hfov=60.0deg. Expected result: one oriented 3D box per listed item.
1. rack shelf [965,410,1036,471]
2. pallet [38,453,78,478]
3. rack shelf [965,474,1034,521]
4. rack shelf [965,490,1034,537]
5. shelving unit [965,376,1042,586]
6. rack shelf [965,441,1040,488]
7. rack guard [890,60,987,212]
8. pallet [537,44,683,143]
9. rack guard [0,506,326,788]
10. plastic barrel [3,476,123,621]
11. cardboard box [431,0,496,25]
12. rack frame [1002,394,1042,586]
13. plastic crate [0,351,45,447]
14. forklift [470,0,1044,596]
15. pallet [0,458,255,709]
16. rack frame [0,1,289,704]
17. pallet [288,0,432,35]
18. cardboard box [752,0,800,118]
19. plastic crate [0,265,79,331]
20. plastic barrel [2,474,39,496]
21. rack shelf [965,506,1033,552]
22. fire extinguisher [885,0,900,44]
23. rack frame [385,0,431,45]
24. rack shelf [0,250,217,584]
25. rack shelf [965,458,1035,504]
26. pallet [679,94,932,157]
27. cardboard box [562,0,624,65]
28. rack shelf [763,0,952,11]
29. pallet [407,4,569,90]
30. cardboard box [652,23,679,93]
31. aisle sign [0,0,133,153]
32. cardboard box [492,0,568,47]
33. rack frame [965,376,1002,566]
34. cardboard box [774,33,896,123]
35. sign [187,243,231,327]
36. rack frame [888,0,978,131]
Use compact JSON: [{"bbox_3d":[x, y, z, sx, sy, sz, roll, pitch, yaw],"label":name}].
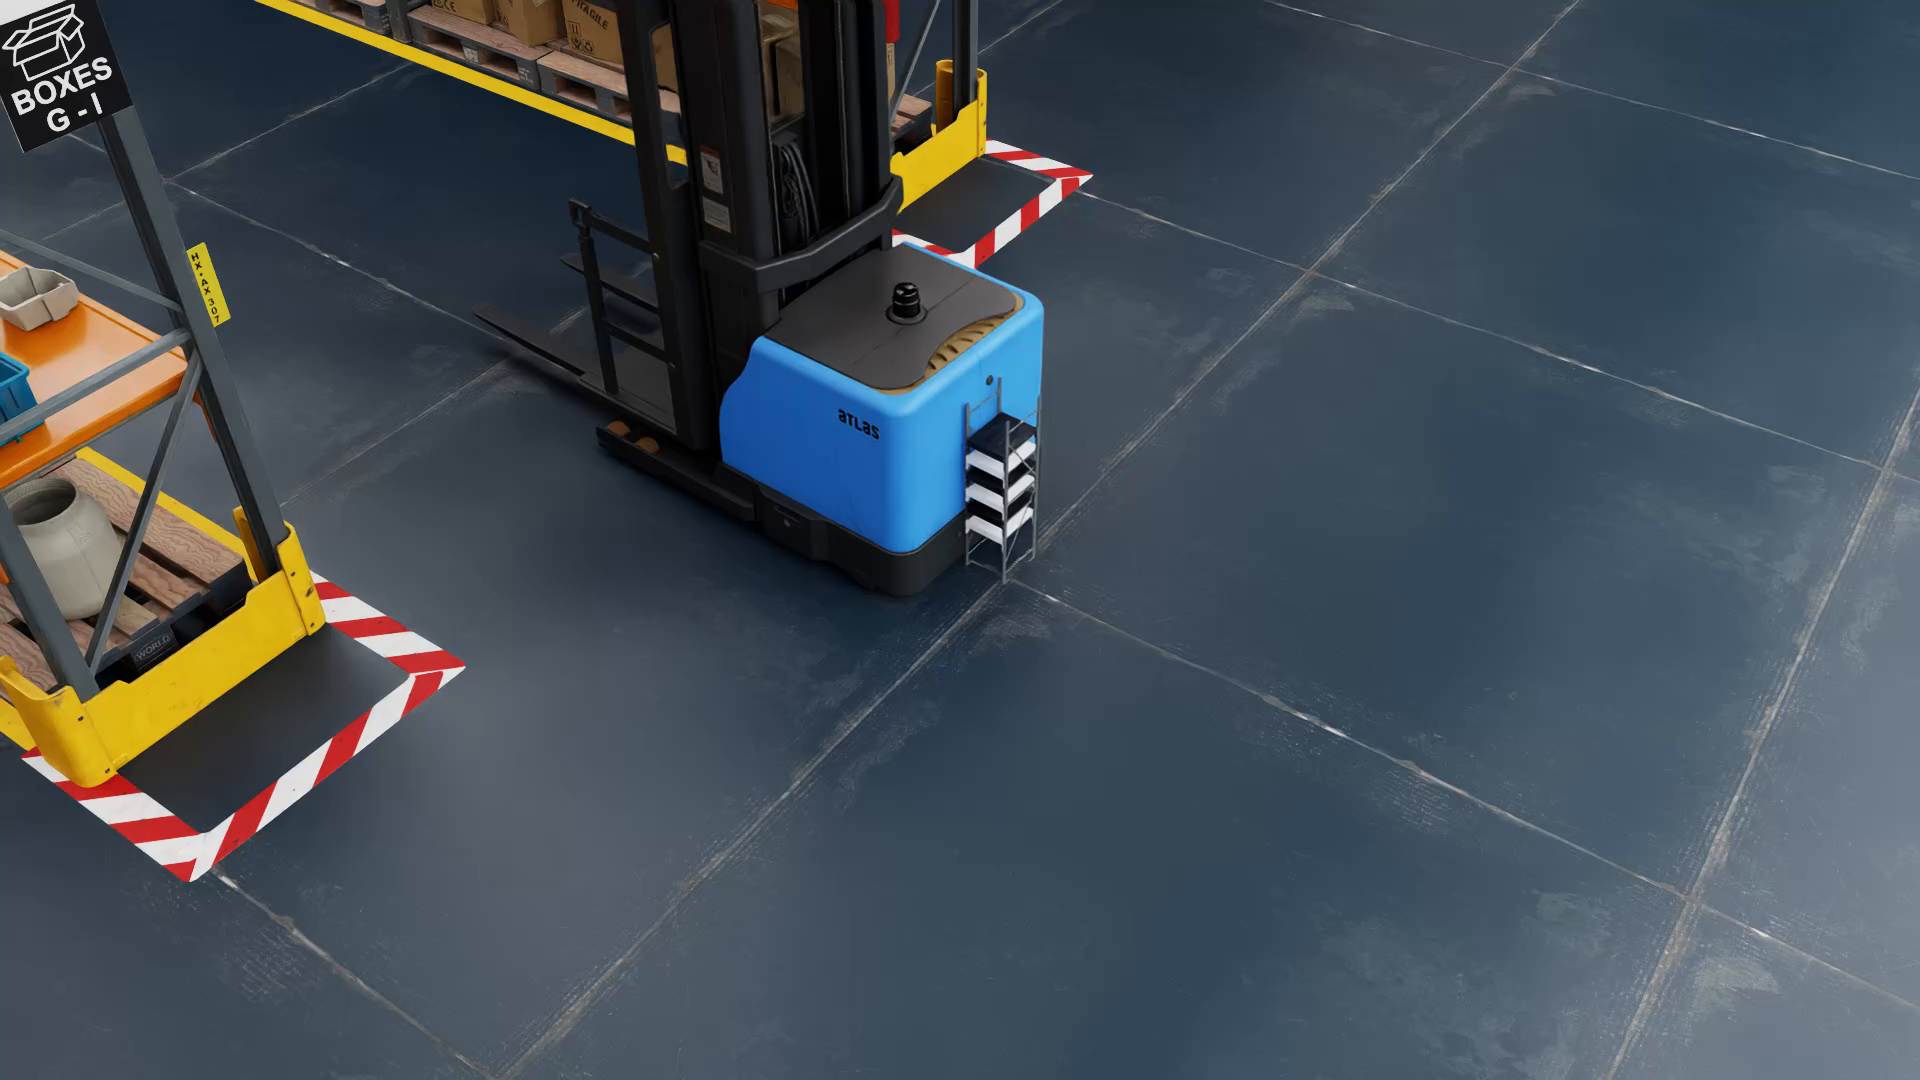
[{"bbox_3d":[0.178,-0.416,6.934,0.200,0.077,0.258,27,49,27],"label":"rack shelf"},{"bbox_3d":[-4.820,-0.269,7.641,1.213,0.211,1.003,25,48,25],"label":"pallet"},{"bbox_3d":[0.178,-0.215,7.114,0.200,0.077,0.258,27,49,27],"label":"rack shelf"},{"bbox_3d":[0.178,-0.148,7.174,0.200,0.077,0.258,27,49,27],"label":"rack shelf"},{"bbox_3d":[0.178,-0.240,7.092,0.210,0.900,0.258,27,49,27],"label":"shelving unit"},{"bbox_3d":[0.178,-0.349,6.994,0.200,0.077,0.258,27,49,27],"label":"rack shelf"},{"bbox_3d":[-0.292,-2.325,9.722,0.348,0.500,1.175,25,48,25],"label":"rack guard"},{"bbox_3d":[-1.932,-3.015,10.710,1.213,0.211,1.003,25,48,25],"label":"pallet"},{"bbox_3d":[-3.163,0.405,6.671,0.348,0.500,1.175,25,48,25],"label":"rack guard"},{"bbox_3d":[-3.657,0.037,6.758,0.421,0.512,0.421,0,42,0],"label":"plastic barrel"},{"bbox_3d":[-3.201,-3.809,11.065,0.500,0.500,0.500,24,47,24],"label":"cardboard box"},{"bbox_3d":[0.259,-0.198,7.045,0.006,0.900,0.240,27,49,27],"label":"rack frame"},{"bbox_3d":[-3.656,-0.496,5.915,0.616,0.251,0.499,25,48,25],"label":"plastic crate"},{"bbox_3d":[-1.102,-1.665,7.161,3.031,2.935,1.130,27,49,27],"label":"forklift"},{"bbox_3d":[-3.825,0.199,7.118,1.213,0.211,1.003,25,48,25],"label":"pallet"},{"bbox_3d":[-3.074,-0.523,5.834,0.127,3.000,1.000,25,48,25],"label":"rack frame"},{"bbox_3d":[-4.143,-4.017,11.829,1.213,0.211,1.003,25,48,25],"label":"pallet"},{"bbox_3d":[-1.241,-2.911,10.061,0.500,0.500,0.500,-29,49,-28],"label":"cardboard box"},{"bbox_3d":[-3.622,-0.943,6.501,0.250,0.136,0.298,25,48,25],"label":"plastic crate"},{"bbox_3d":[-4.067,-0.155,6.973,0.421,0.512,0.421,0,42,0],"label":"plastic barrel"},{"bbox_3d":[0.178,-0.081,7.234,0.200,0.077,0.258,27,49,27],"label":"rack shelf"},{"bbox_3d":[-0.401,-2.903,8.551,0.183,0.674,0.296,25,48,25],"label":"fire extinguisher"},{"bbox_3d":[-3.505,-4.759,10.567,0.127,3.000,1.000,25,48,25],"label":"rack frame"},{"bbox_3d":[-4.712,-1.021,6.929,4.000,0.370,1.077,25,48,25],"label":"rack shelf"},{"bbox_3d":[0.178,-0.282,7.054,0.200,0.077,0.258,27,49,27],"label":"rack shelf"},{"bbox_3d":[-0.937,-2.548,10.187,1.213,0.211,1.003,25,48,25],"label":"pallet"},{"bbox_3d":[-2.174,-3.399,10.607,0.500,0.500,0.500,21,46,22],"label":"cardboard box"},{"bbox_3d":[-1.868,-3.725,9.951,4.000,0.370,1.077,25,48,25],"label":"rack shelf"},{"bbox_3d":[-2.935,-3.482,11.231,1.213,0.211,1.003,25,48,25],"label":"pallet"},{"bbox_3d":[-1.743,-3.161,10.341,0.500,0.500,0.500,30,50,29],"label":"cardboard box"},{"bbox_3d":[-2.847,-1.624,5.115,0.004,0.787,0.394,25,48,25],"label":"aisle sign"},{"bbox_3d":[-2.727,-3.594,10.825,0.500,0.500,0.500,-26,48,-26],"label":"cardboard box"},{"bbox_3d":[0.098,-0.282,7.138,0.006,0.900,0.240,27,49,27],"label":"rack frame"},{"bbox_3d":[-0.732,-2.700,9.826,0.500,0.500,0.500,-33,51,-31],"label":"cardboard box"},{"bbox_3d":[-2.755,-0.925,6.075,0.005,0.325,0.100,25,48,25],"label":"sign"},{"bbox_3d":[-0.230,-3.227,8.856,0.127,3.000,1.000,25,48,25],"label":"rack frame"}]
